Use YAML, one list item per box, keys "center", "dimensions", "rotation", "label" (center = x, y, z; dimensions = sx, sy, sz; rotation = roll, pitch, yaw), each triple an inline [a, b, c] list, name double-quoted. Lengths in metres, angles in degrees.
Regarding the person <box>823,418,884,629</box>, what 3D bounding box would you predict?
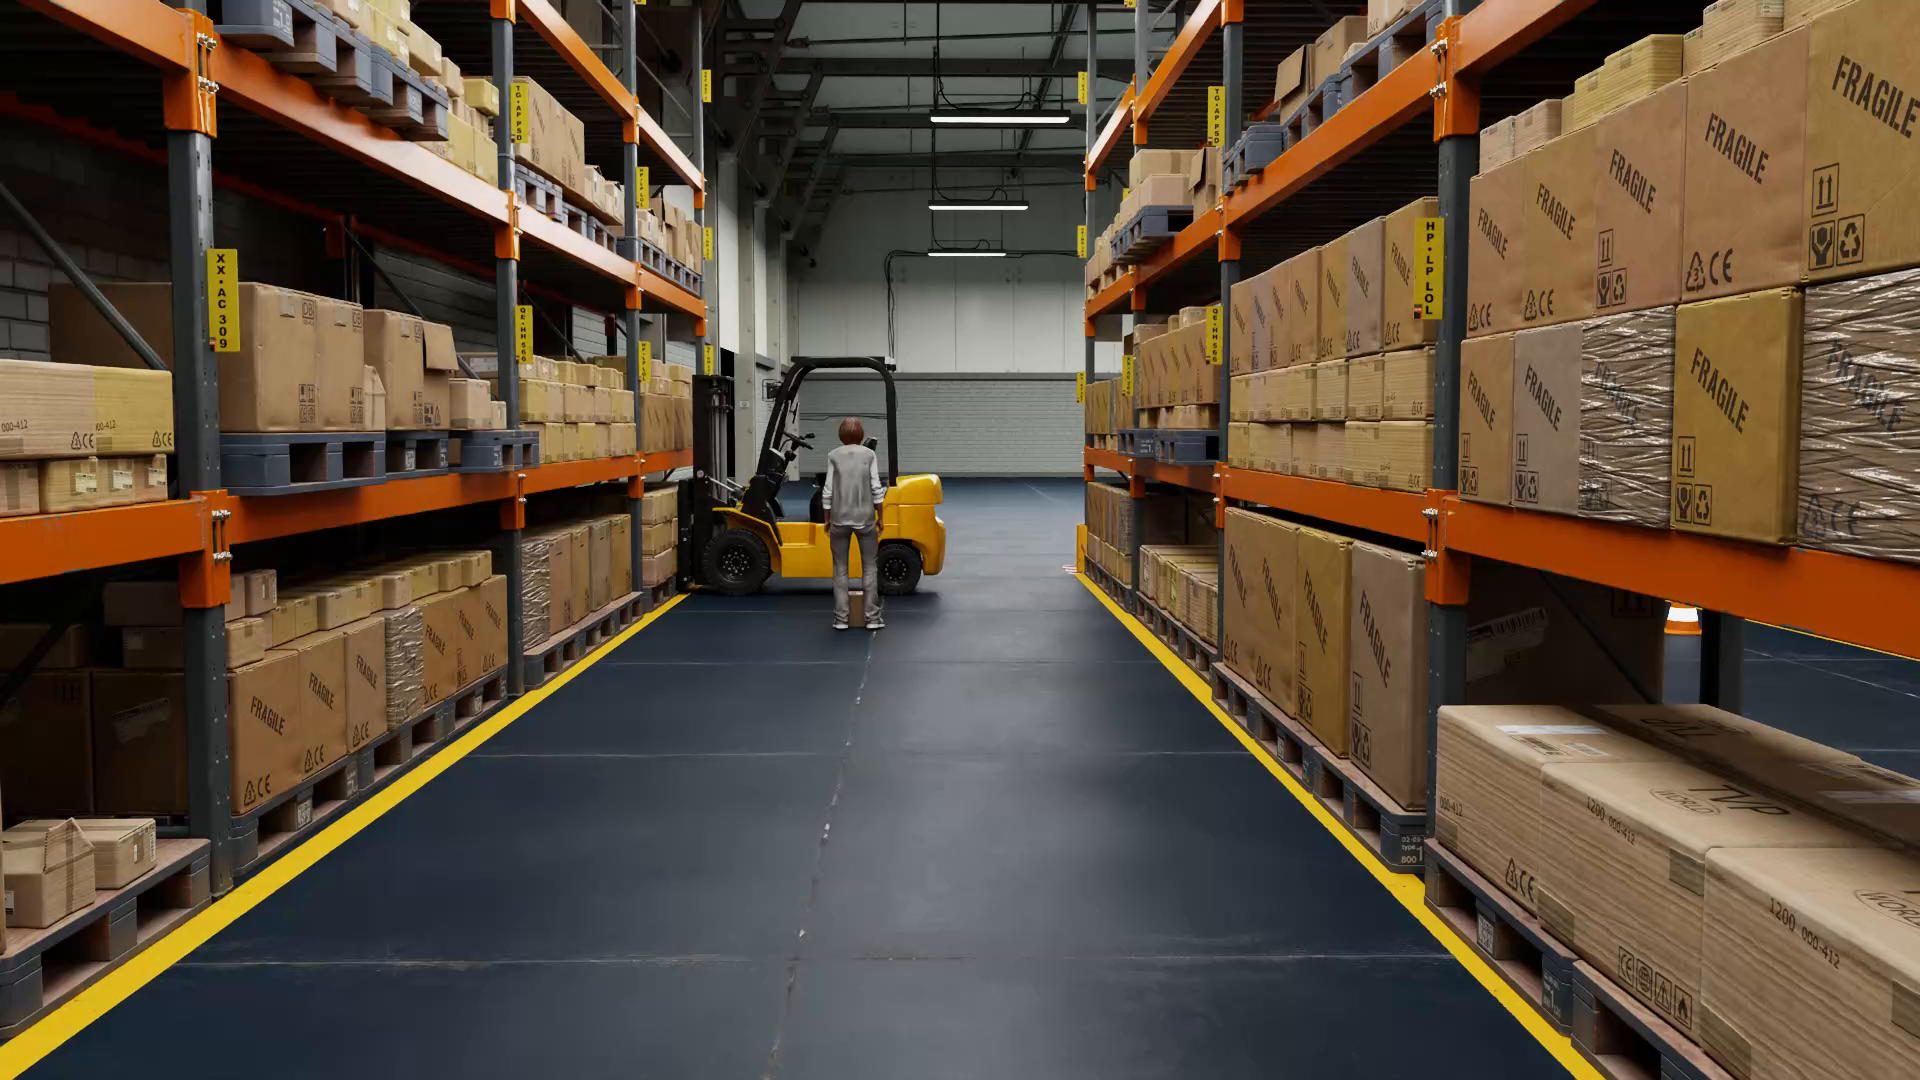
- center: [-0.803, -0.117, 12.509]
  dimensions: [0.460, 1.582, 0.343]
  rotation: [0, 4, -1]
  label: "person"
